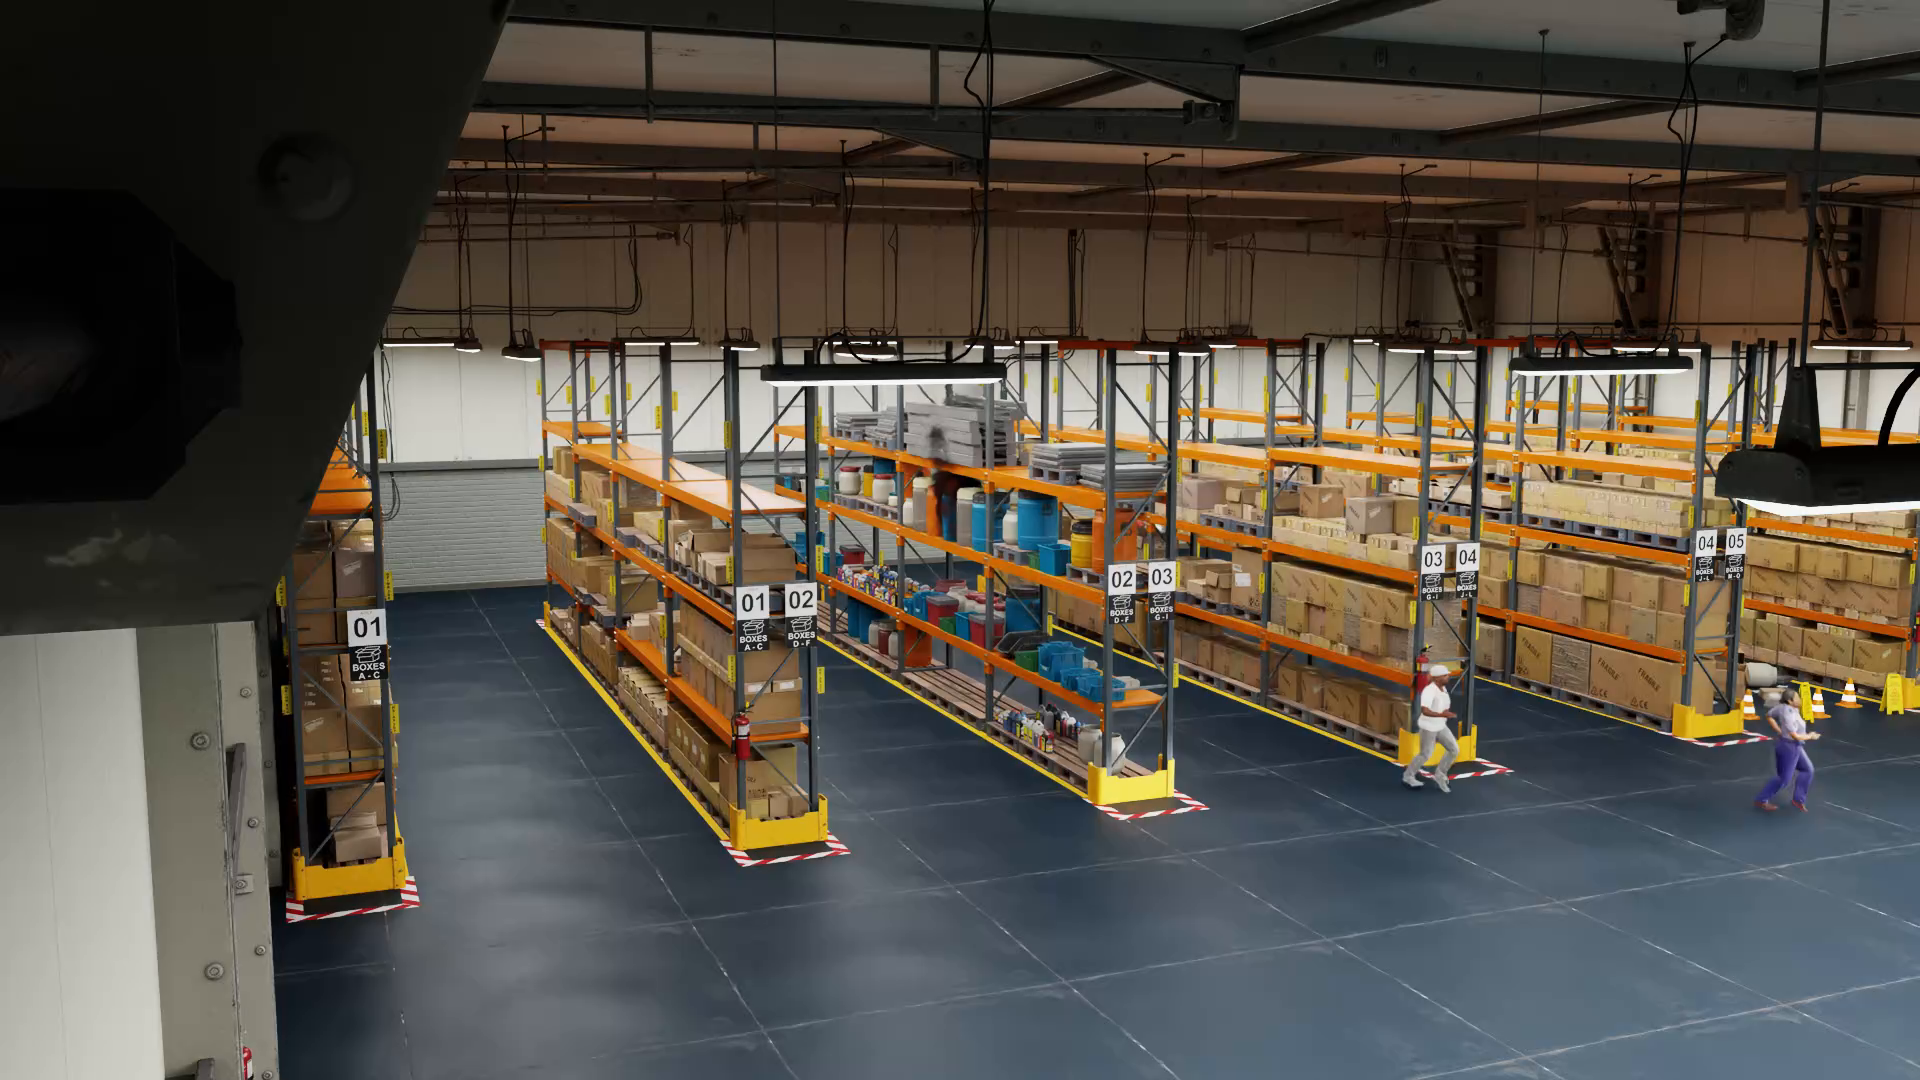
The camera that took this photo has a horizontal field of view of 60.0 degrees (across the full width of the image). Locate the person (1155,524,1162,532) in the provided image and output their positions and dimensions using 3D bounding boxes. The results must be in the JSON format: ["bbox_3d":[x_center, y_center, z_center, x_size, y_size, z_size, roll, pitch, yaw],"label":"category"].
[{"bbox_3d":[4.828,0.145,41.358,0.842,1.662,0.654,-4,9,-30],"label":"person"}]

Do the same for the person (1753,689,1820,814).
[{"bbox_3d":[10.716,2.752,21.544,0.733,1.683,0.608,3,8,21],"label":"person"}]

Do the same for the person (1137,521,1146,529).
[{"bbox_3d":[4.178,0.387,39.226,0.706,1.696,0.539,-2,8,-17],"label":"person"}]

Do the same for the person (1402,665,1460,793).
[{"bbox_3d":[6.418,2.553,22.551,0.784,1.773,0.715,7,10,42],"label":"person"}]
